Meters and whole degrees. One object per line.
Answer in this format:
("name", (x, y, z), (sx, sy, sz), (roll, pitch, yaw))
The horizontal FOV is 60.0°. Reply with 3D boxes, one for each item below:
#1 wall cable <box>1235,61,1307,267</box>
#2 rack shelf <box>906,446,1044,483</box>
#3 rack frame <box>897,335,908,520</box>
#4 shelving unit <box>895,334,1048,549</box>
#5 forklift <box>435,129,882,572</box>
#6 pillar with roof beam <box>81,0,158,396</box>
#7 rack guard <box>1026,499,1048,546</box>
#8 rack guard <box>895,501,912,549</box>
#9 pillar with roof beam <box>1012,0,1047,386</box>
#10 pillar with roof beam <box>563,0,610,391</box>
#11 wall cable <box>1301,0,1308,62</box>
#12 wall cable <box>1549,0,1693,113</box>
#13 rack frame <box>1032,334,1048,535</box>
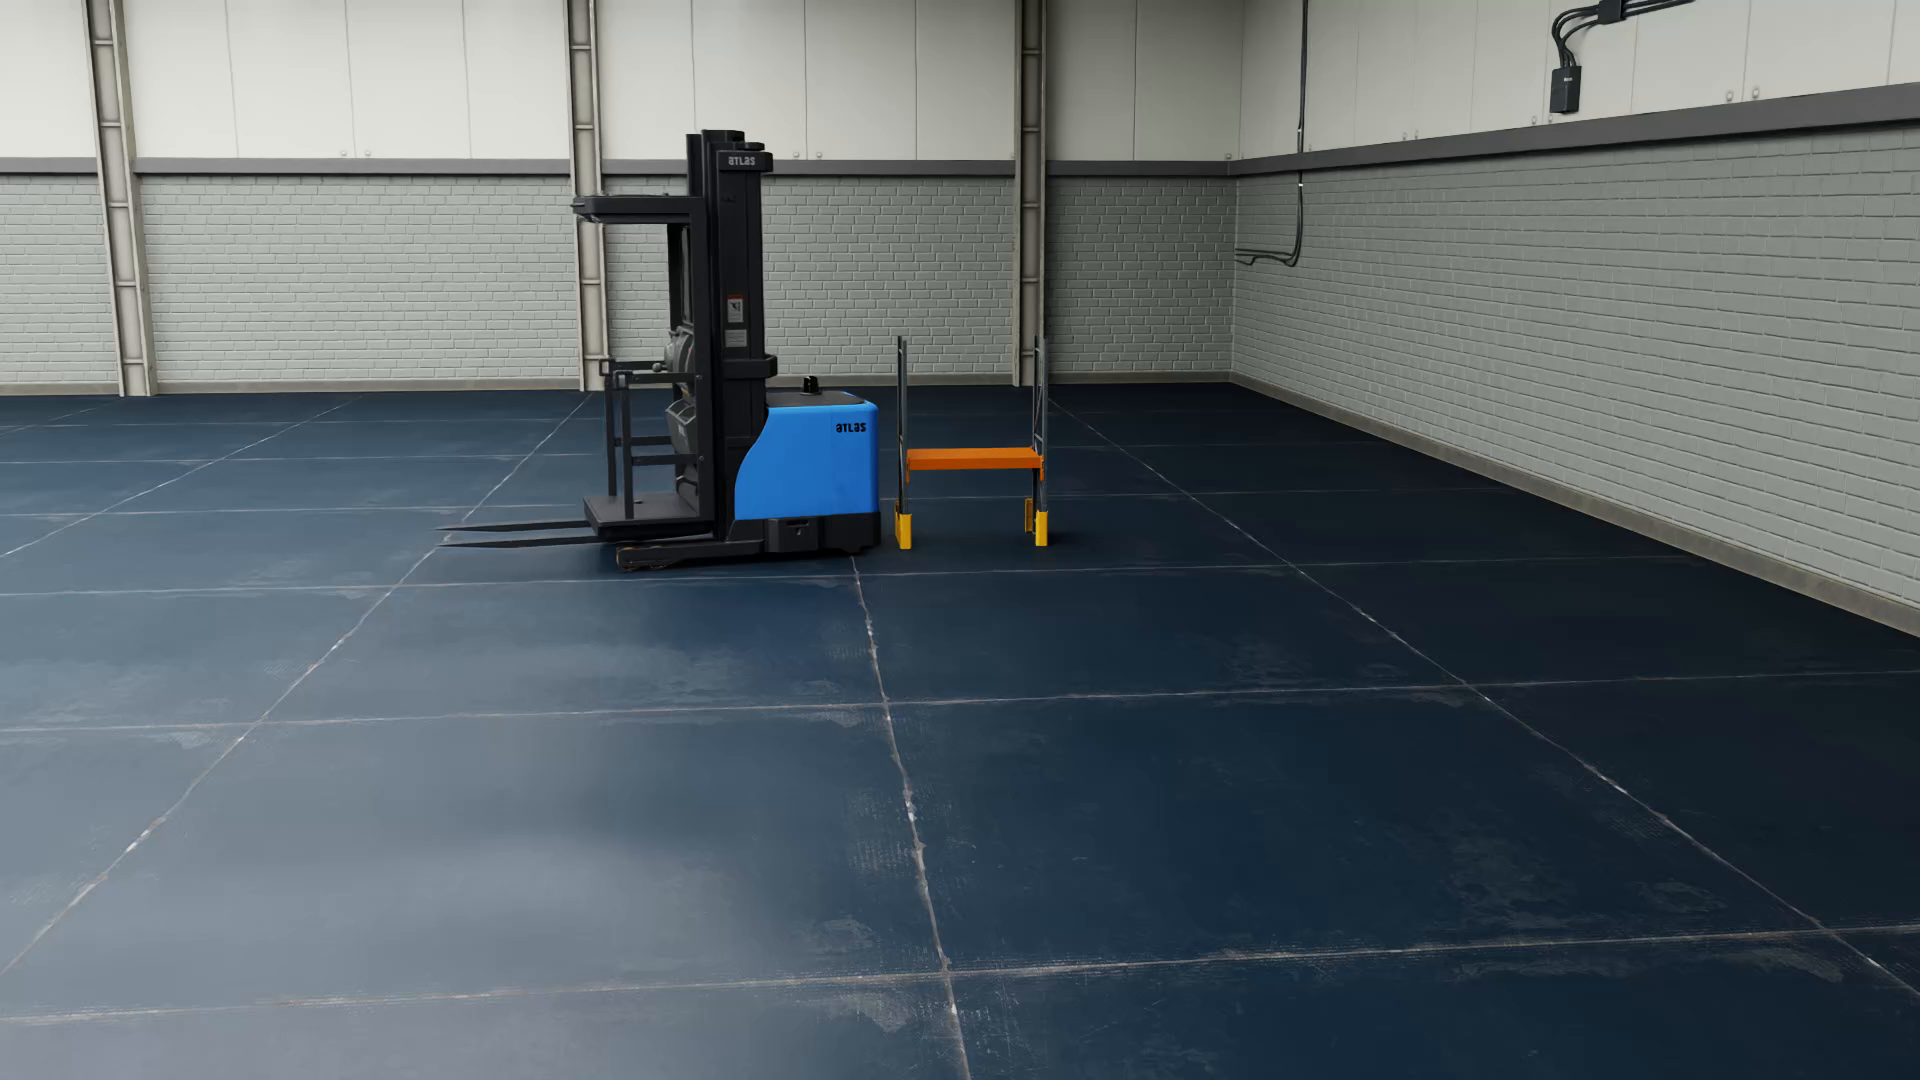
("wall cable", (4.029, -4.889, 21.959), (0.112, 2.526, 3.097), (-1, 11, -6))
("rack shelf", (0.085, -0.561, 12.267), (1.000, 0.185, 0.538), (-1, 11, -6))
("rack frame", (-0.421, -0.727, 12.179), (0.032, 1.500, 0.500), (-1, 11, -6))
("shelving unit", (0.076, -0.738, 12.231), (1.083, 1.500, 0.587), (-1, 11, -6))
("forklift", (-2.135, -1.337, 11.571), (3.031, 2.935, 1.130), (-4, 12, -18))
("pillar with roof beam", (-10.507, -5.530, 17.167), (0.400, 9.000, 9.100), (-1, 11, -6))
("rack guard", (0.571, -0.135, 12.405), (0.087, 0.250, 0.587), (-1, 11, -6))
("rack guard", (-0.419, -0.114, 12.299), (0.087, 0.250, 0.587), (-1, 11, -6))
("pillar with roof beam", (1.423, -5.779, 18.438), (0.400, 9.000, 9.100), (-1, 11, -6))
("pillar with roof beam", (-4.542, -5.655, 17.802), (0.400, 9.000, 9.100), (-1, 11, -6))
("wall cable", (4.322, -6.849, 18.833), (0.112, 2.526, 3.097), (-1, 11, -6))
("wall cable", (5.039, -6.261, 12.070), (0.169, 6.003, 2.305), (-1, 11, -6))
("rack frame", (0.590, -0.748, 12.286), (0.032, 1.500, 0.500), (-1, 11, -6))
